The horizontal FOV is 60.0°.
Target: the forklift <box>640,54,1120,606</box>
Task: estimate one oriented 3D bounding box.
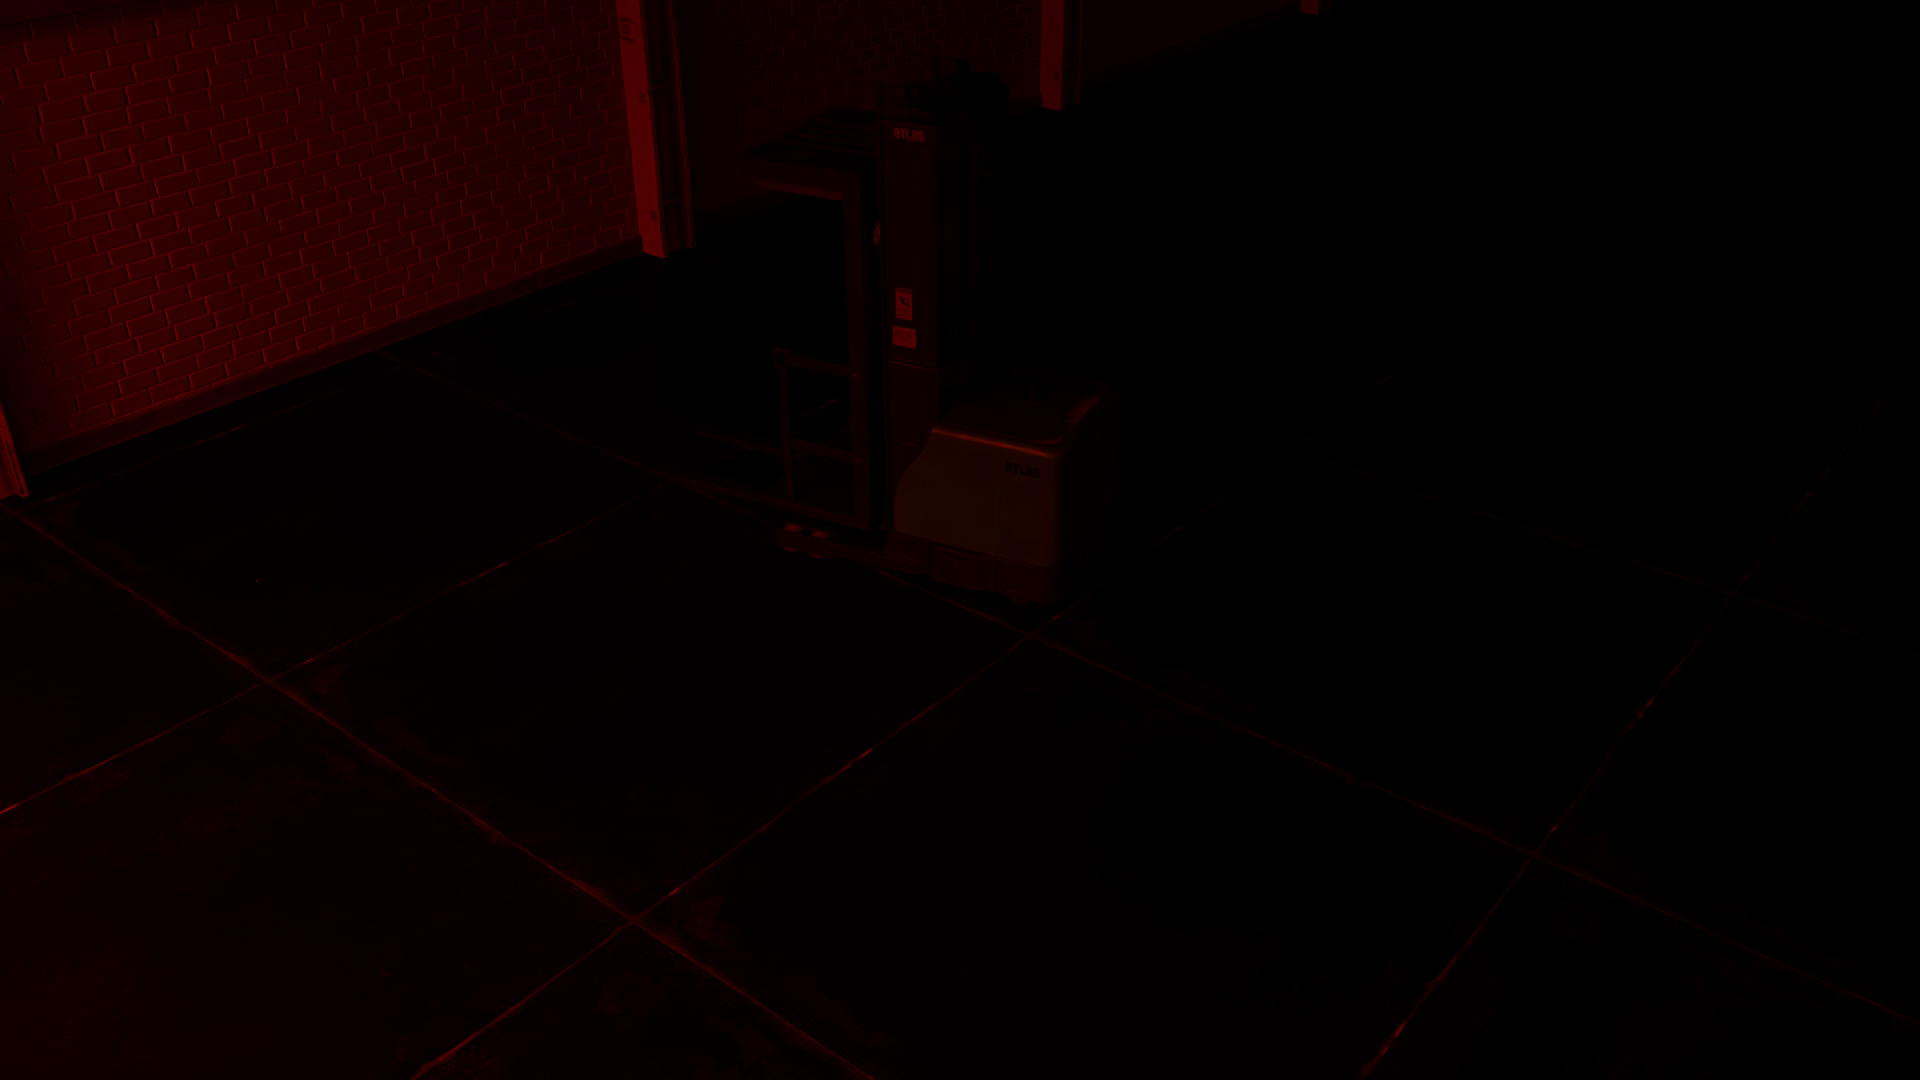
[{"bbox_3d":[-0.585,-1.377,9.951,3.031,2.935,1.130,13,33,22],"label":"forklift"}]

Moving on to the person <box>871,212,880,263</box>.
[{"bbox_3d":[-0.525,-2.675,13.703,0.601,1.431,0.760,-21,36,-32],"label":"person"}]
